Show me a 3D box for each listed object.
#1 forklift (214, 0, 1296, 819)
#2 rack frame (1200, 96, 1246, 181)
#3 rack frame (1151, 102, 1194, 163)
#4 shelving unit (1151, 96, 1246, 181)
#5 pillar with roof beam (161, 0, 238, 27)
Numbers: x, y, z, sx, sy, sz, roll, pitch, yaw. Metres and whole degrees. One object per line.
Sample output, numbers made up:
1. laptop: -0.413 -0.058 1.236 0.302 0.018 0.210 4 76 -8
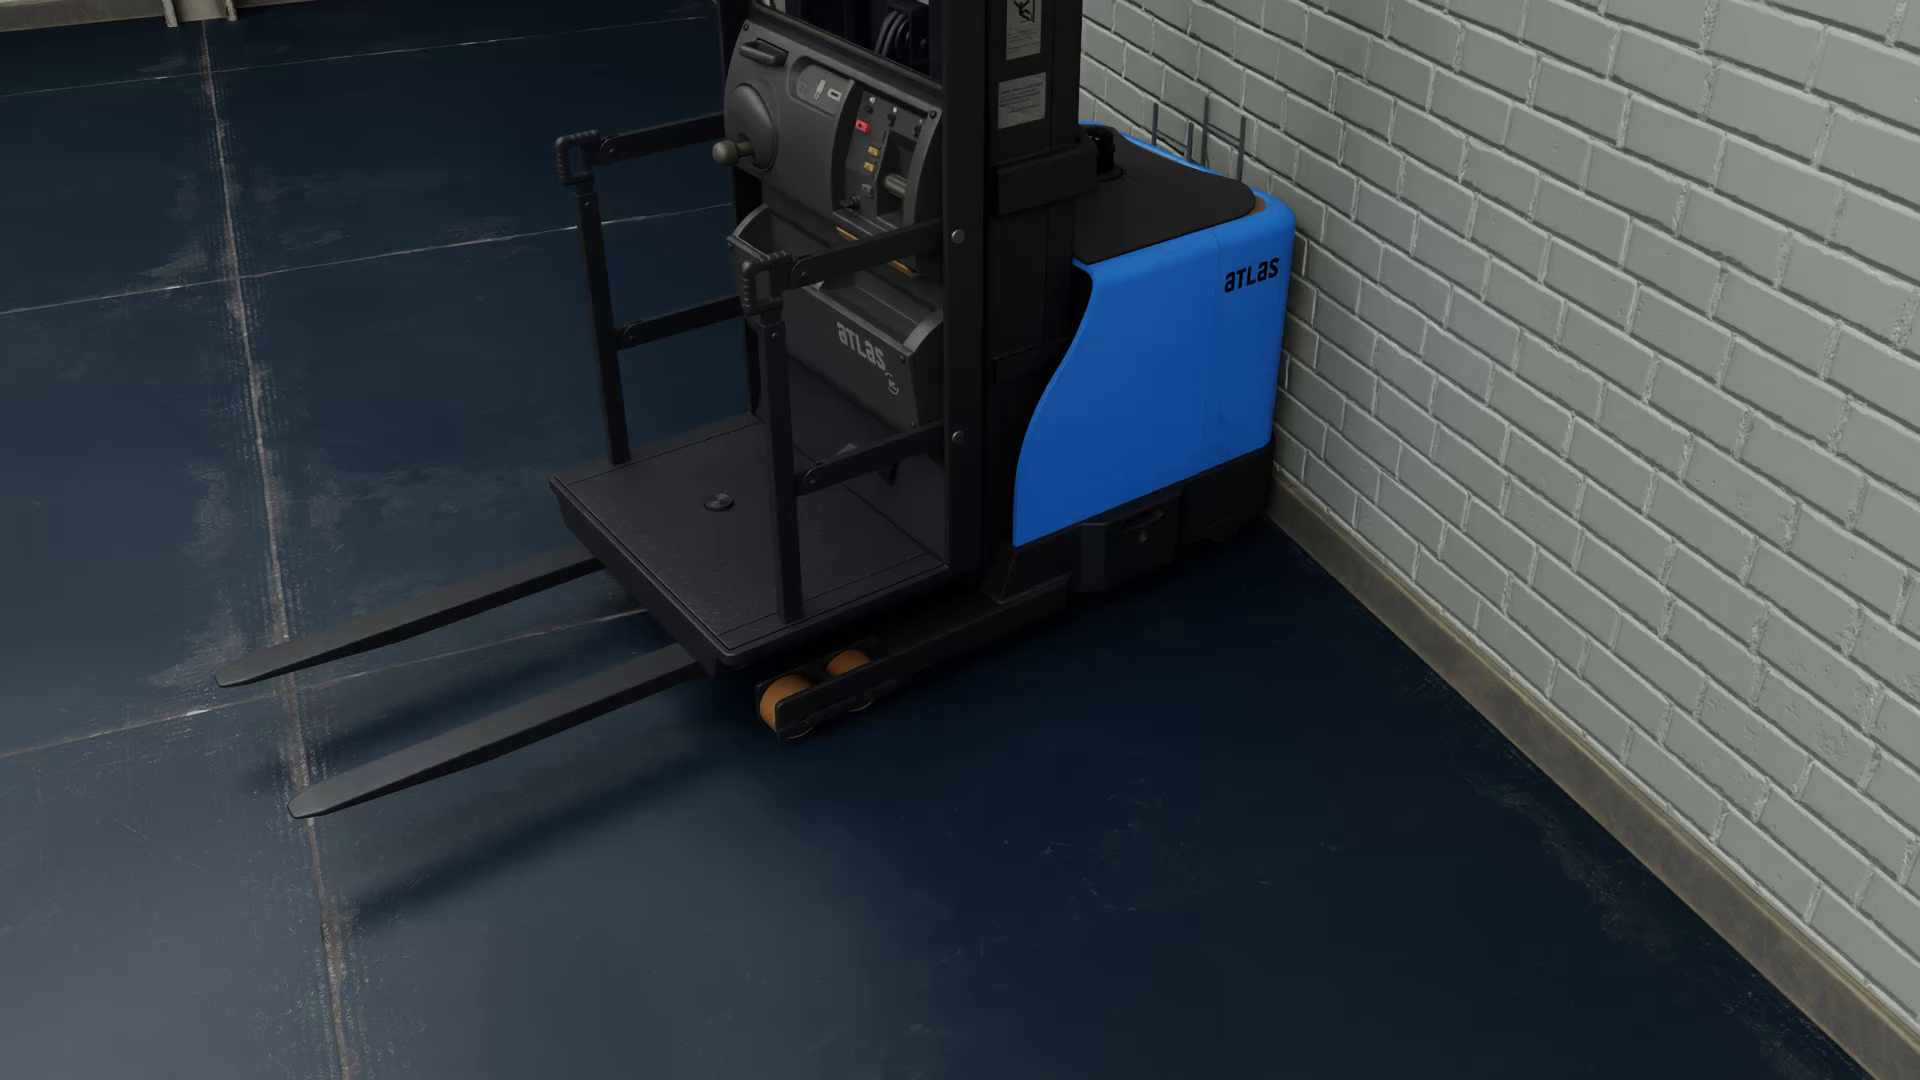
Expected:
1. forklift: -0.510 -1.028 4.142 3.031 2.935 1.130 -21 39 -29
2. rack frame: 0.820 -0.825 5.439 0.006 1.200 0.240 -12 33 -19
3. rack frame: 0.652 -0.788 5.378 0.006 1.200 0.240 -12 33 -19
4. shelving unit: 0.736 -0.806 5.409 0.189 1.200 0.258 -12 33 -19
5. pillar with roof beam: -2.964 -4.804 4.382 0.400 9.000 9.100 -13 35 -19
